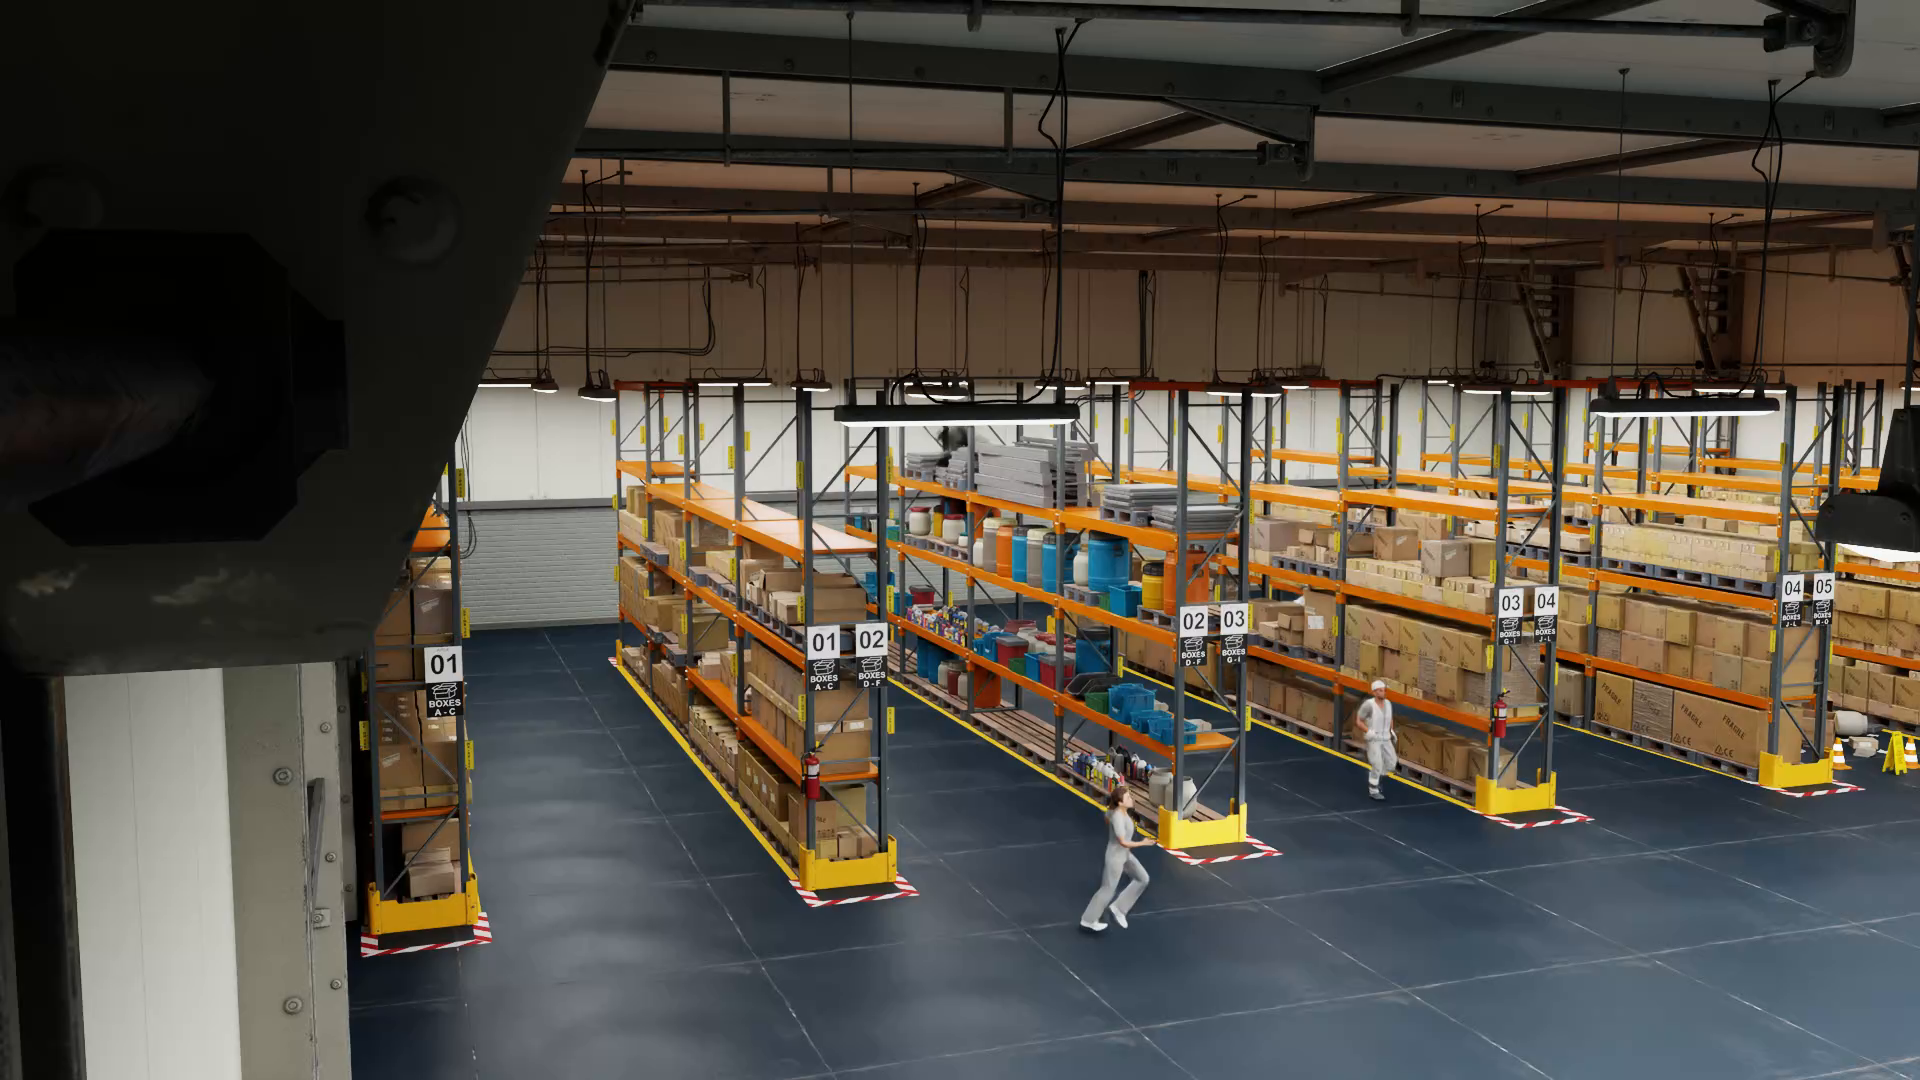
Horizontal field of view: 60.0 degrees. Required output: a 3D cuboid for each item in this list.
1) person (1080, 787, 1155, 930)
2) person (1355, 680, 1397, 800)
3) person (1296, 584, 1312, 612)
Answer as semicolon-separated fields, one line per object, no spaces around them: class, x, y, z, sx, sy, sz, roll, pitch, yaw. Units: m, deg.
person;1.770;3.536;18.531;0.823;1.620;0.572;2;6;16
person;6.064;2.905;24.176;0.676;1.748;0.592;-2;7;-22
person;7.195;1.772;34.476;0.665;1.752;1.010;-3;7;-28
